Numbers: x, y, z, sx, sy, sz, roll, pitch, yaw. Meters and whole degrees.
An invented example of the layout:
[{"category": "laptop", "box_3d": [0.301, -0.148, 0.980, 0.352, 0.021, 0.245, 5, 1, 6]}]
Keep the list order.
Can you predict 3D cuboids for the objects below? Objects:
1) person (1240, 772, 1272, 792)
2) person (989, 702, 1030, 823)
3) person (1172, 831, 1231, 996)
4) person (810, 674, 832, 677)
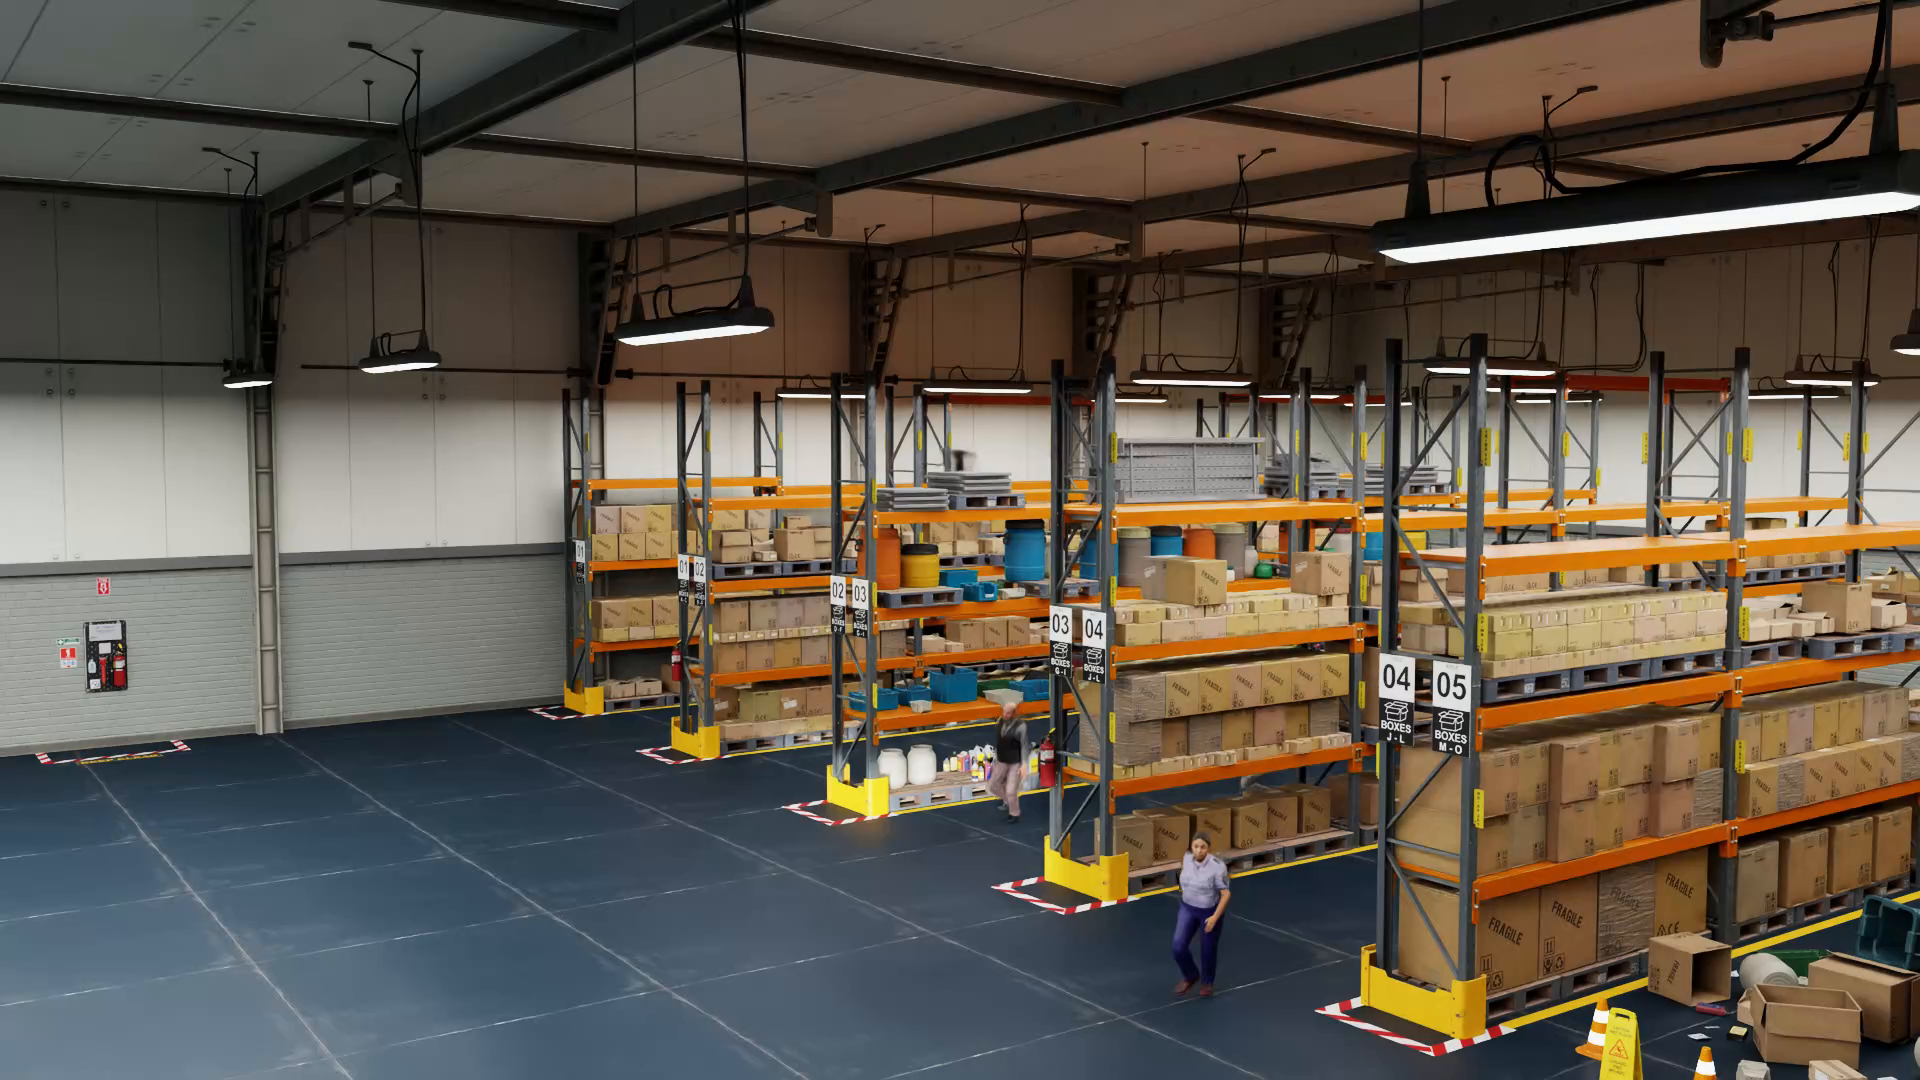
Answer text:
[{"category": "person", "box_3d": [4.013, 2.912, 22.325, 0.529, 1.683, 0.719, 0, 4, -5]}, {"category": "person", "box_3d": [0.696, 2.919, 22.010, 0.774, 1.644, 0.616, 3, 5, 42]}, {"category": "person", "box_3d": [2.210, 3.396, 15.054, 0.552, 1.591, 0.762, 2, 4, 26]}, {"category": "person", "box_3d": [-2.450, 2.392, 30.559, 0.705, 1.732, 1.020, 3, 5, 42]}]
